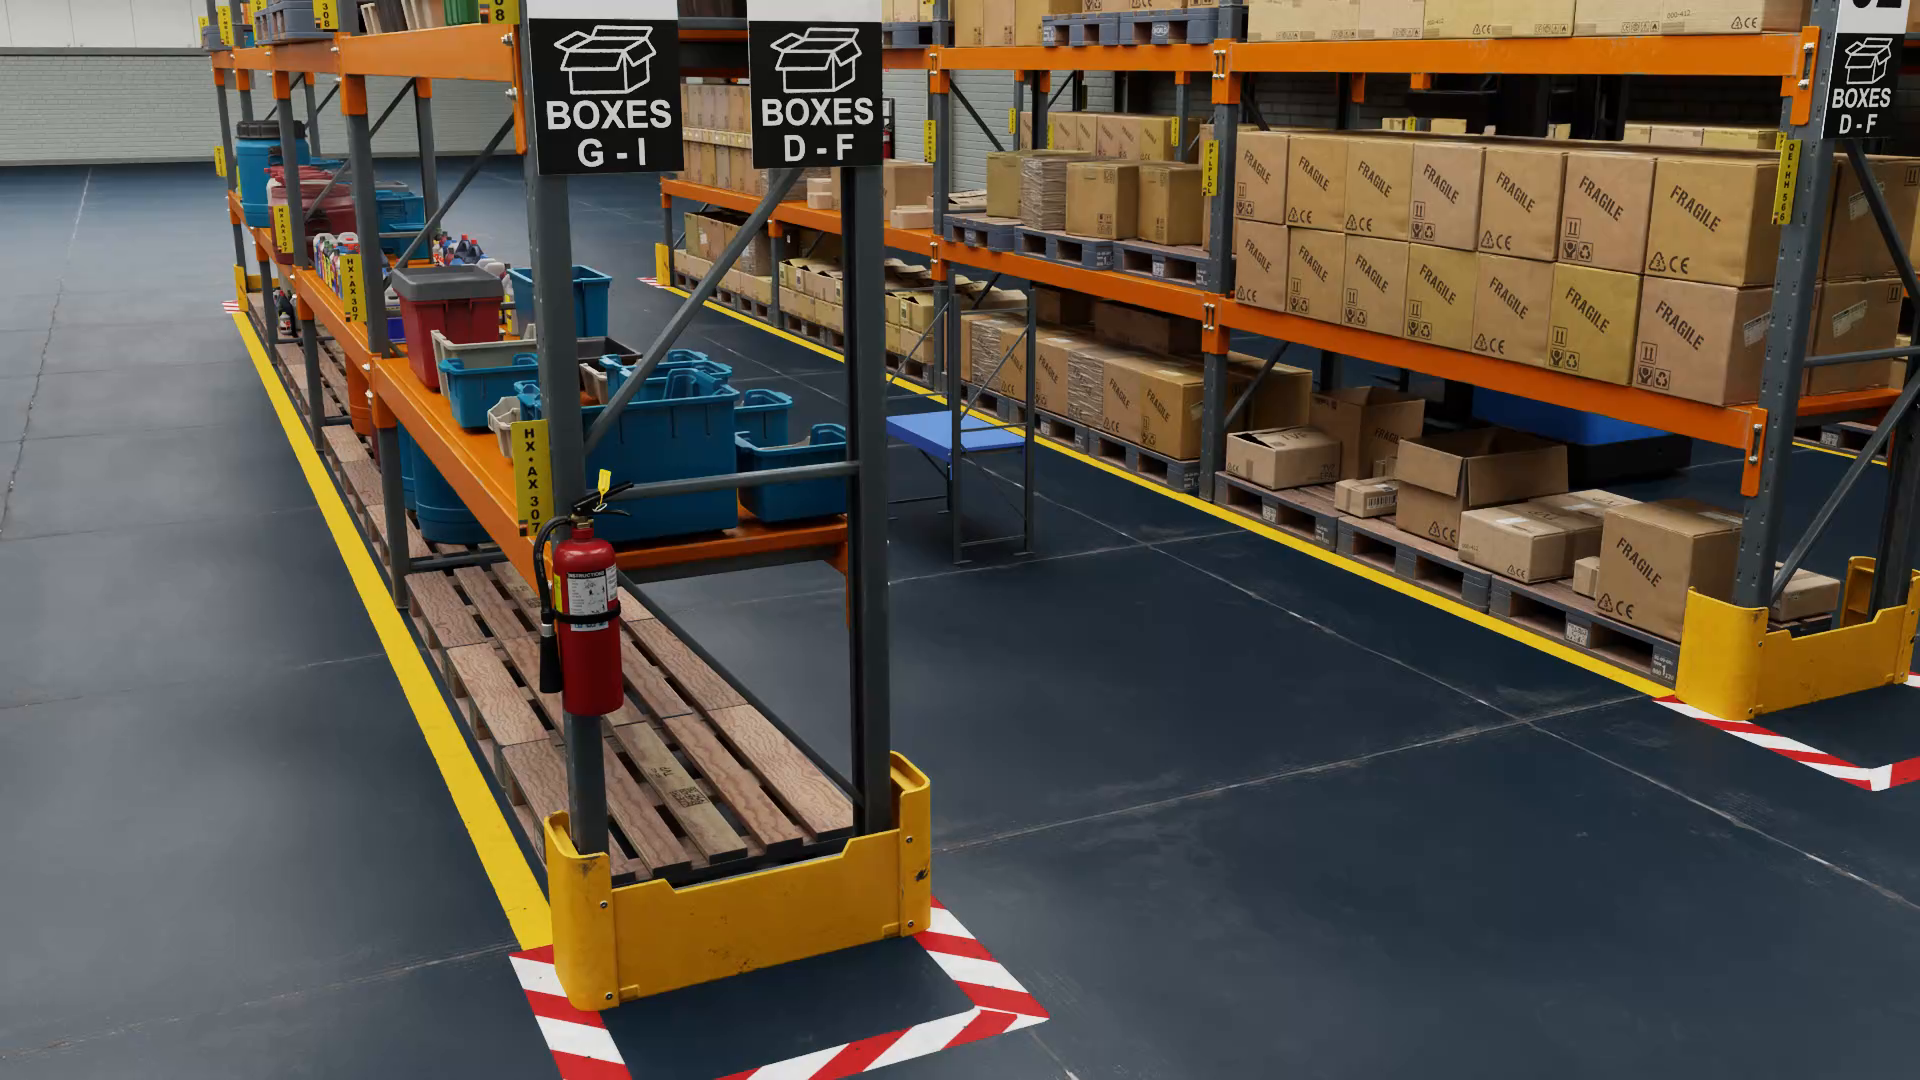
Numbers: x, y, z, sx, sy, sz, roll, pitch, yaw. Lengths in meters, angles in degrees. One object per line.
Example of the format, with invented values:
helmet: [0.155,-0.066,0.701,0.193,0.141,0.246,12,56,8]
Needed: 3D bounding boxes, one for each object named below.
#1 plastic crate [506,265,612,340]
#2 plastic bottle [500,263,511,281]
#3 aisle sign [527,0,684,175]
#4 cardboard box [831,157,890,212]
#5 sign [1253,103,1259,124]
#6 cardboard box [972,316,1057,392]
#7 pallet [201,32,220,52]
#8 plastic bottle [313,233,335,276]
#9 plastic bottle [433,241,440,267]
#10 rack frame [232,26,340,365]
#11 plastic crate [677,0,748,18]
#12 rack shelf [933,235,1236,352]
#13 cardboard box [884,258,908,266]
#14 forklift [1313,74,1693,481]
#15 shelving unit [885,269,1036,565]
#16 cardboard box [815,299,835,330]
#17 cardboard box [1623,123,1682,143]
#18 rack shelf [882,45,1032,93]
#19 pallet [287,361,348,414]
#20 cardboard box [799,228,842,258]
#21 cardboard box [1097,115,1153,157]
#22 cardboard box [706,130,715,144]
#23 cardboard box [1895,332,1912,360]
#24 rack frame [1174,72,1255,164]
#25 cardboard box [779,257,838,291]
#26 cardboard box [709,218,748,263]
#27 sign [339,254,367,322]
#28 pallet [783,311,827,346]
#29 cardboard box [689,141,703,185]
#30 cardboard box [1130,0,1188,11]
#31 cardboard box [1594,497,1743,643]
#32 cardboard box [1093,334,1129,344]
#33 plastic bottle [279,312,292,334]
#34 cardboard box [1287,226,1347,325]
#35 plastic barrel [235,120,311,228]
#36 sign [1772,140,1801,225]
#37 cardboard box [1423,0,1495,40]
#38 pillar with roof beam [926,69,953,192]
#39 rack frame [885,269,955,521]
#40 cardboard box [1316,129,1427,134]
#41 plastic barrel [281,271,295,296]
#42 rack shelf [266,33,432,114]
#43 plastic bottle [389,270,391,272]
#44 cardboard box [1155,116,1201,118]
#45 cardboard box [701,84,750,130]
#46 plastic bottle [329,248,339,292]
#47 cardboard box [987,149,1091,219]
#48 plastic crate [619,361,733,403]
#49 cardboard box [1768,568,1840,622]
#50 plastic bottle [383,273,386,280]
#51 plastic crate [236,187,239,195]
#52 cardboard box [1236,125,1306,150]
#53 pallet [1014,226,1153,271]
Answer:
plastic crate: [-1.937,-1.101,8.068,0.392,0.384,0.575,-8,18,-25]
plastic bottle: [-2.614,-1.461,9.614,0.061,0.283,0.133,-8,18,-25]
aisle sign: [-0.927,-1.358,4.333,0.394,0.787,0.004,-8,18,-25]
cardboard box: [-0.946,-3.460,16.189,0.500,0.500,0.500,-6,17,-21]
sign: [3.450,-4.959,19.495,0.100,0.325,0.005,-8,18,-25]
cardboard box: [0.431,-1.477,13.193,0.500,0.500,0.500,-8,18,-27]
pallet: [-7.431,-5.263,17.559,1.003,0.211,1.213,-8,18,-25]
plastic bottle: [-4.301,-1.940,11.297,0.152,0.276,0.135,-8,18,-25]
plastic bottle: [-3.605,-1.971,11.540,0.097,0.201,0.097,0,16,0]
rack frame: [-5.953,-3.138,15.246,1.000,3.000,0.127,-8,18,-25]
plastic crate: [-0.614,-1.670,4.932,0.497,0.269,0.590,-8,18,-25]
rack shelf: [1.130,-1.902,12.244,1.077,0.370,4.000,-8,18,-25]
cardboard box: [-0.830,-2.691,16.897,0.500,0.311,0.500,-7,17,-23]
forklift: [3.825,-2.149,11.925,1.130,2.935,3.031,-8,18,-26]
shelving unit: [-0.037,-0.742,9.617,0.538,1.500,1.048,-8,18,-25]
cardboard box: [-1.092,-2.230,16.309,0.500,0.250,0.500,-8,18,-27]
cardboard box: [5.584,-3.252,13.527,0.500,0.250,0.500,-7,18,-24]
rack shelf: [-0.622,-4.335,15.286,1.077,0.370,4.000,-8,18,-25]
pallet: [-5.035,-1.304,13.913,1.003,0.211,1.213,-8,18,-25]
cardboard box: [-1.420,-3.129,18.079,0.500,0.500,0.500,-8,18,-25]
cardboard box: [2.033,-4.962,20.479,0.500,0.500,0.500,-8,18,-26]
cardboard box: [-2.706,-4.644,19.140,0.380,0.149,0.250,-8,18,-26]
cardboard box: [6.679,-1.358,11.641,0.380,0.149,0.250,-7,17,-23]
rack frame: [2.953,-4.335,19.418,1.000,3.000,0.127,-8,18,-25]
cardboard box: [-1.541,-2.752,17.111,0.500,0.311,0.500,-8,18,-25]
cardboard box: [-2.561,-3.436,19.149,0.500,0.500,0.500,-8,18,-25]
sign: [-2.943,-1.221,8.065,0.100,0.325,0.005,-8,18,-25]
pallet: [-1.141,-2.217,17.093,1.003,0.211,1.213,-8,18,-25]
cardboard box: [-2.823,-4.528,19.911,0.700,0.500,0.500,-7,17,-23]
cardboard box: [1.539,-3.788,10.951,0.600,0.600,0.600,-8,18,-26]
cardboard box: [3.299,0.125,7.610,0.500,0.500,0.500,-8,18,-25]
cardboard box: [1.337,-1.292,12.549,0.500,0.500,0.500,-8,18,-27]
plastic bottle: [-6.392,-2.056,15.754,0.097,0.201,0.097,0,16,0]
cardboard box: [2.212,-1.514,9.406,0.500,0.500,0.500,-7,18,-24]
plastic barrel: [-6.056,-3.246,14.716,0.600,0.901,0.708,-8,18,-25]
sign: [3.251,-1.406,6.540,0.100,0.325,0.005,-8,18,-25]
cardboard box: [2.652,-2.599,8.202,0.500,0.250,0.500,-8,18,-25]
pillar with roof beam: [-4.214,-9.109,25.178,9.100,9.000,0.400,-8,18,-25]
rack frame: [-0.260,-0.868,10.057,0.500,1.500,0.032,-8,18,-25]
cardboard box: [2.461,-2.186,9.937,0.500,0.500,0.500,-8,18,-25]
plastic barrel: [-7.128,-2.857,18.018,0.421,0.512,0.421,0,16,0]
rack shelf: [-3.324,-2.746,9.747,1.077,0.370,4.000,-8,18,-25]
plastic bottle: [-3.188,-1.386,9.376,0.097,0.271,0.097,0,16,0]
cardboard box: [2.712,-4.903,20.275,0.500,0.500,0.500,-8,18,-25]
cardboard box: [-2.578,-5.014,19.250,0.700,0.500,0.500,-8,18,-25]
plastic bottle: [-3.913,-1.700,10.472,0.097,0.271,0.097,0,16,0]
cardboard box: [0.631,-2.851,13.304,0.500,0.500,0.700,15,22,42]
plastic crate: [-1.085,-0.538,6.382,0.416,0.233,0.300,-8,18,-25]
cardboard box: [3.884,0.254,7.799,0.380,0.149,0.250,-8,18,-25]
plastic bottle: [-3.145,-1.319,8.997,0.144,0.351,0.185,-8,18,-25]
plastic crate: [-7.602,-3.742,17.830,0.298,0.136,0.250,-8,18,-25]
cardboard box: [3.384,-4.325,18.403,0.700,0.500,0.500,-6,17,-19]
pallet: [1.110,-2.169,12.221,1.003,0.211,1.213,-8,18,-25]
